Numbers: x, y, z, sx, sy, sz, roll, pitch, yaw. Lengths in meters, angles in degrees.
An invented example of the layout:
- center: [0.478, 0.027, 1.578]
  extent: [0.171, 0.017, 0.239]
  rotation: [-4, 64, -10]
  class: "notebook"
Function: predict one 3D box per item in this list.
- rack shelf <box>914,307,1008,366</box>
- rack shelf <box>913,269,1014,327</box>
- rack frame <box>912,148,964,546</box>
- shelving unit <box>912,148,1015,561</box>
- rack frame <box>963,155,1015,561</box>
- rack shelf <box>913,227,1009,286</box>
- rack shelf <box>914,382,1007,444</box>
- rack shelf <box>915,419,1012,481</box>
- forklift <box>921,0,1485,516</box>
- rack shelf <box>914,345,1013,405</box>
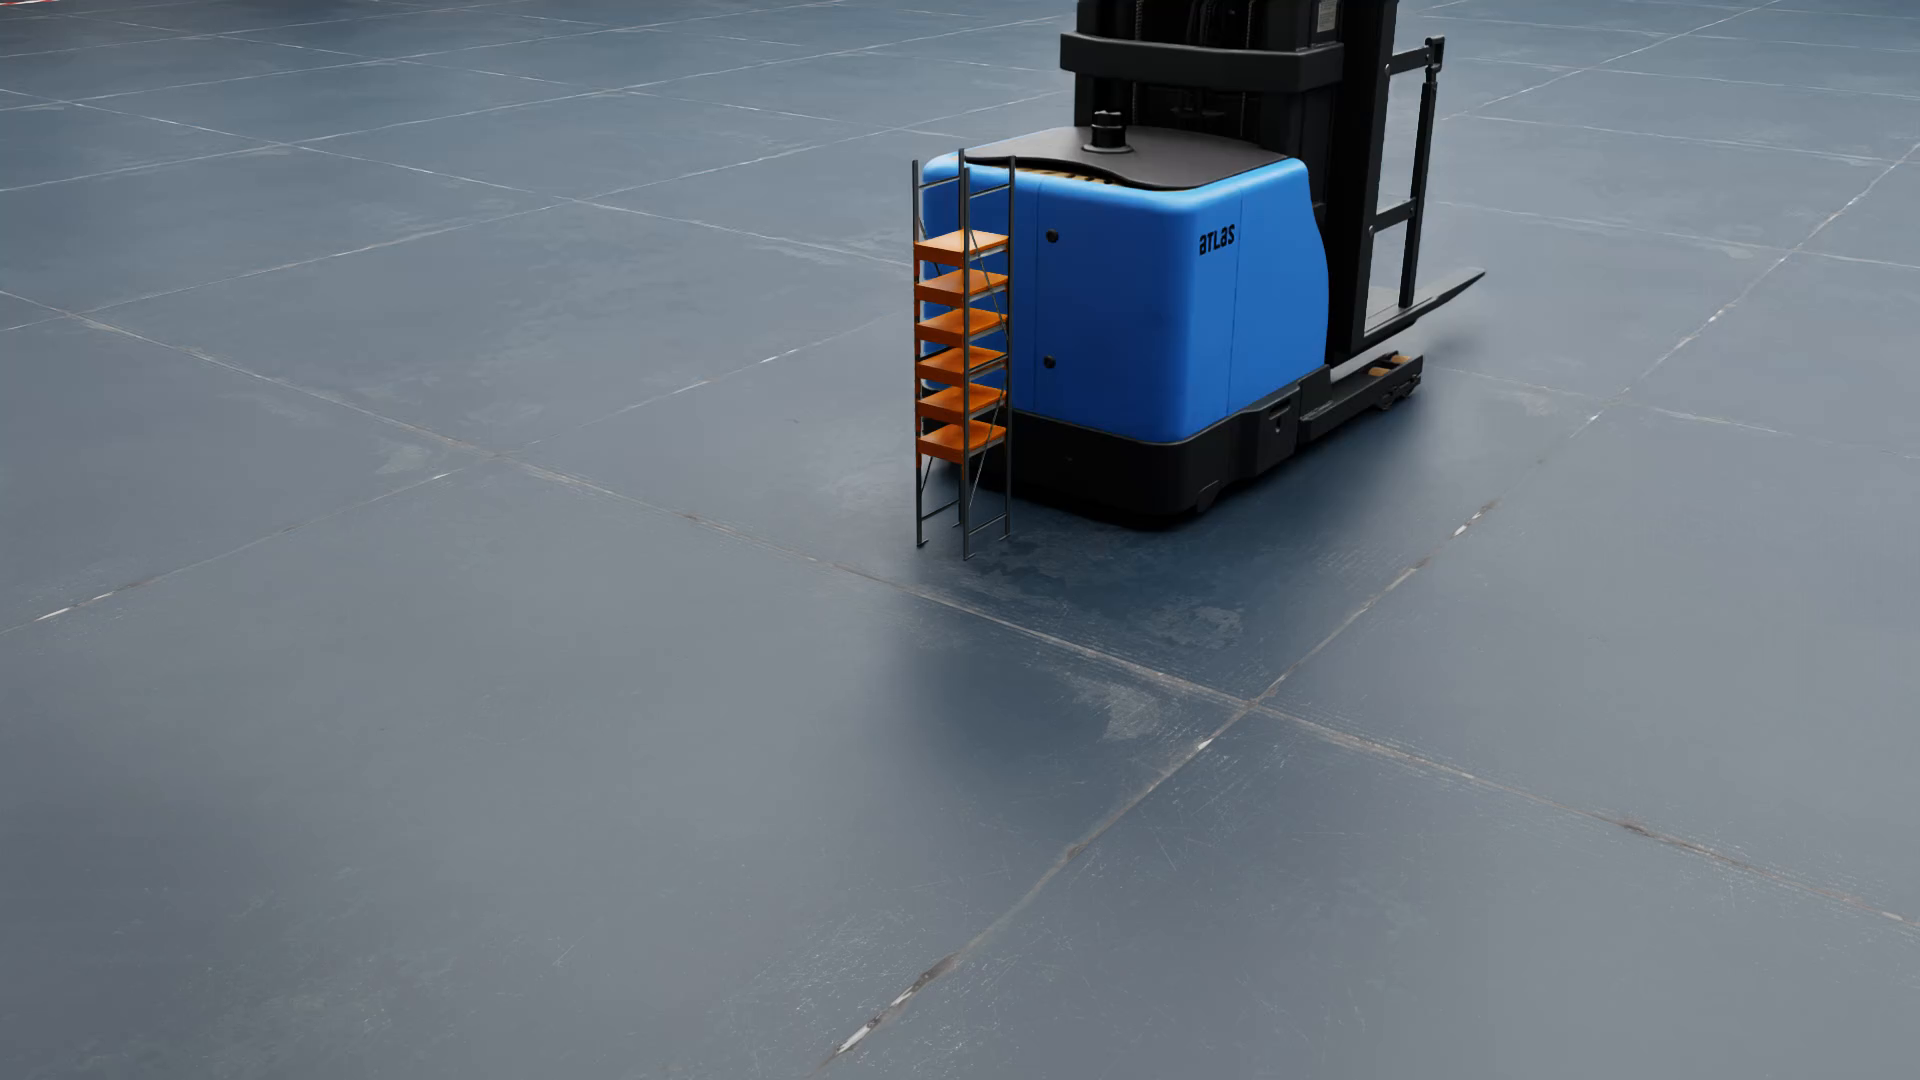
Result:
- center: [0.012, -0.615, 4.970]
  extent: [0.180, 0.103, 0.258]
  rotation: [17, 29, 33]
  class: "rack shelf"
- center: [0.012, -0.725, 4.921]
  extent: [0.180, 0.103, 0.258]
  rotation: [17, 29, 33]
  class: "rack shelf"
- center: [-0.062, -0.568, 5.050]
  extent: [0.006, 1.200, 0.240]
  rotation: [17, 29, 33]
  class: "rack frame"
- center: [0.012, -0.546, 5.000]
  extent: [0.189, 1.200, 0.258]
  rotation: [17, 29, 33]
  class: "shelving unit"
- center: [0.085, -0.523, 4.950]
  extent: [0.006, 1.200, 0.240]
  rotation: [17, 29, 33]
  class: "rack frame"
- center: [0.012, -0.834, 4.873]
  extent: [0.180, 0.103, 0.258]
  rotation: [17, 29, 33]
  class: "rack shelf"
- center: [0.012, -0.395, 5.066]
  extent: [0.180, 0.103, 0.258]
  rotation: [17, 29, 33]
  class: "rack shelf"
- center: [0.012, -0.285, 5.115]
  extent: [0.180, 0.103, 0.258]
  rotation: [17, 29, 33]
  class: "rack shelf"
- center: [1.161, -1.946, 6.032]
  extent: [1.130, 2.935, 3.031]
  rotation: [17, 29, 34]
  class: "forklift"
- center: [0.012, -0.505, 5.018]
  extent: [0.180, 0.103, 0.258]
  rotation: [17, 29, 33]
  class: "rack shelf"
